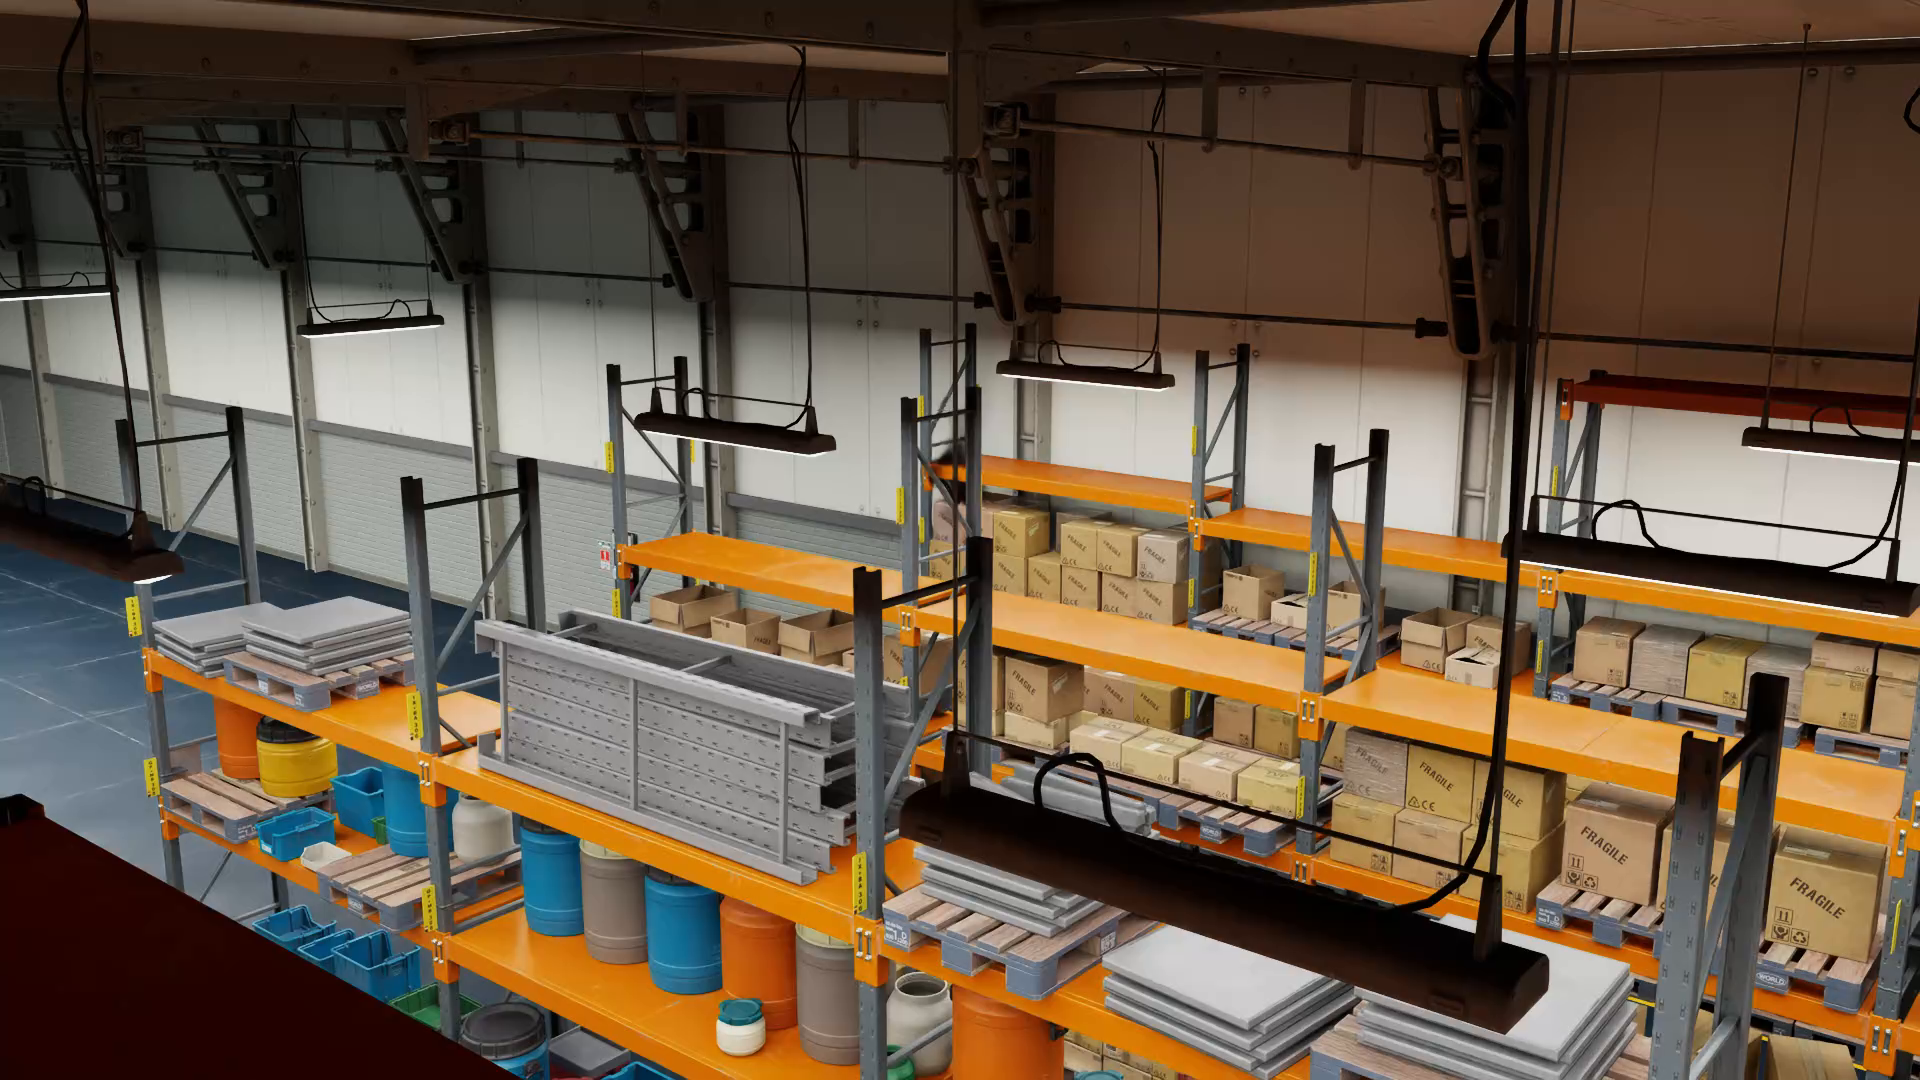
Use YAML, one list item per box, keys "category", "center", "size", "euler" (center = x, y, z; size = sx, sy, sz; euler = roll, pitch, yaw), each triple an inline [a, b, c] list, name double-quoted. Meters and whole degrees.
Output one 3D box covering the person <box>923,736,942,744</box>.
- category: "person"
  center: [-0.296, 2.980, 19.059]
  size: [0.847, 1.833, 0.638]
  euler: [5, 14, 22]
